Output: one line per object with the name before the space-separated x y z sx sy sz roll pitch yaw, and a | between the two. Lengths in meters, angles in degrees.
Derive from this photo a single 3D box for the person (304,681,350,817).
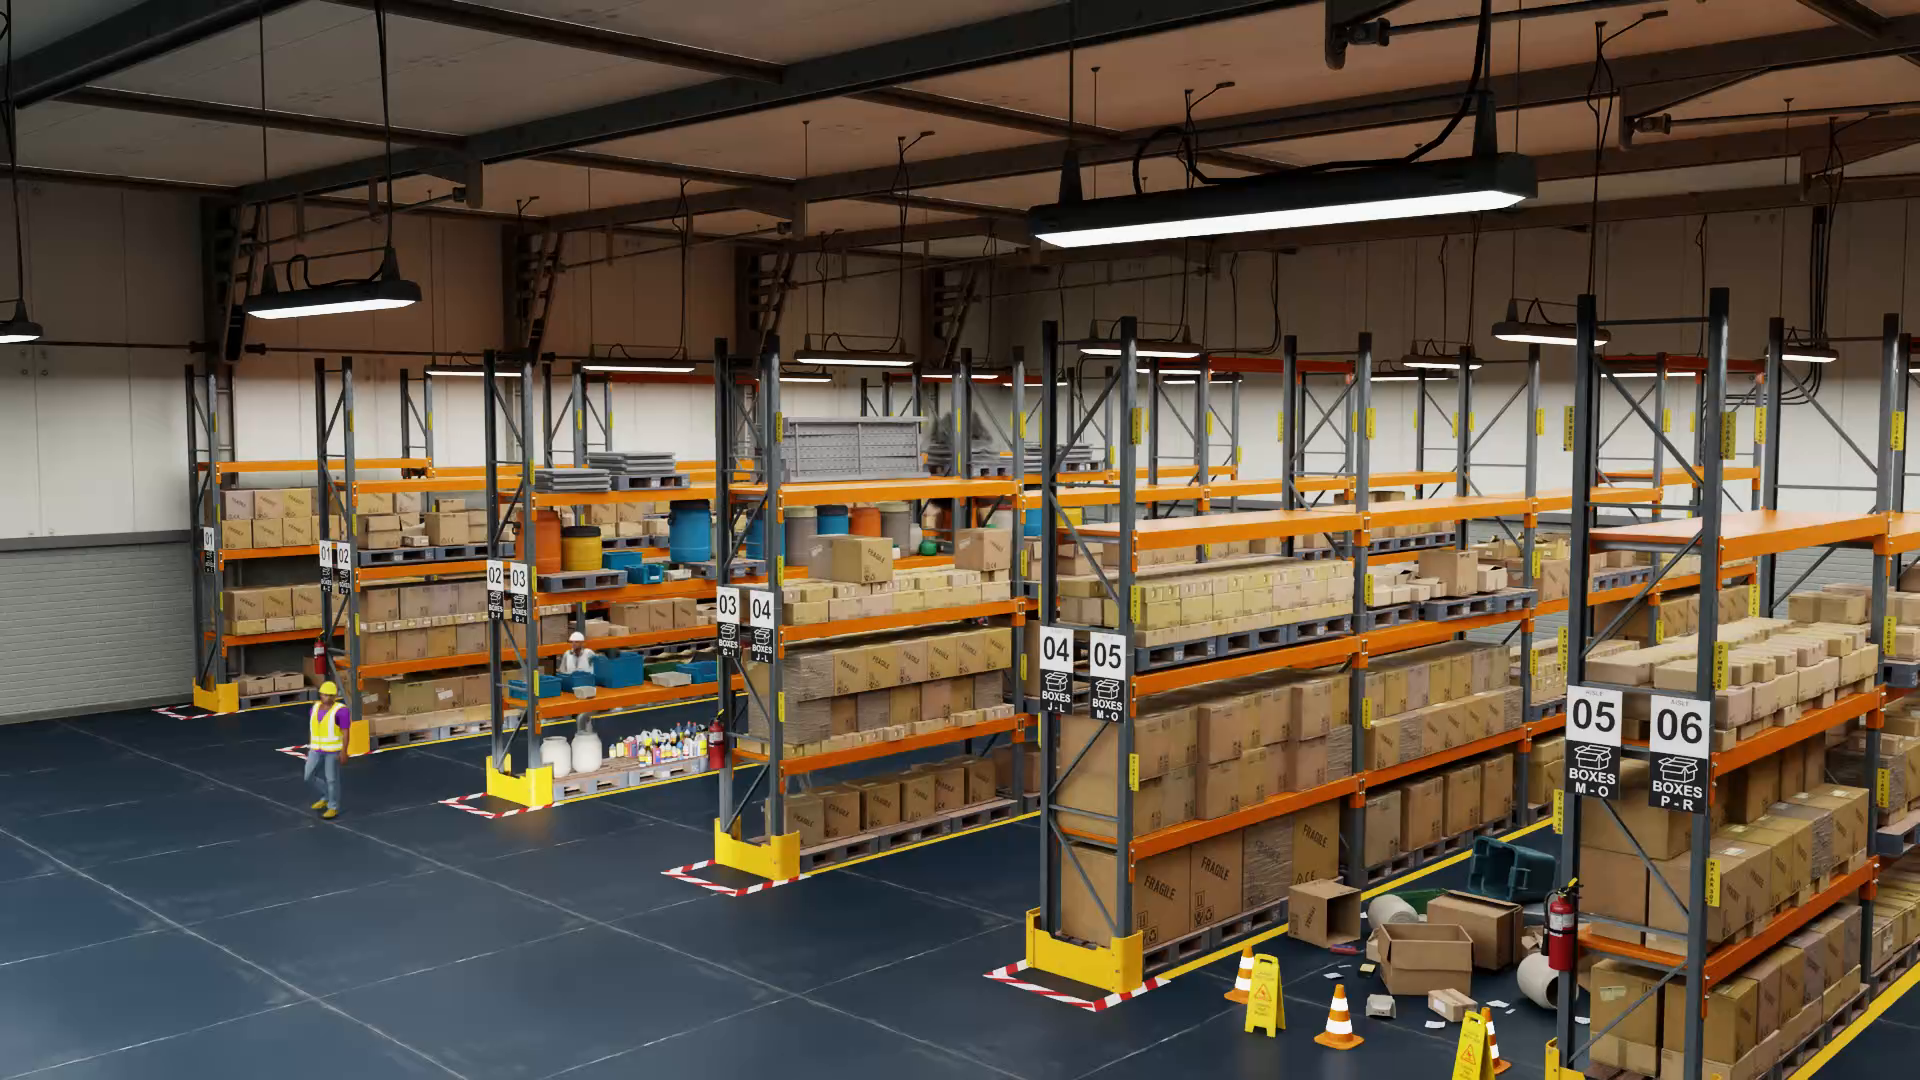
person | -8.040 2.655 21.126 0.643 1.751 0.468 1 4 12

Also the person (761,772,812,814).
person | -2.272 2.626 21.710 0.771 1.772 0.754 -2 5 -19

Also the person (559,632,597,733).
person | -5.956 2.293 26.238 0.651 1.741 0.885 1 4 9
